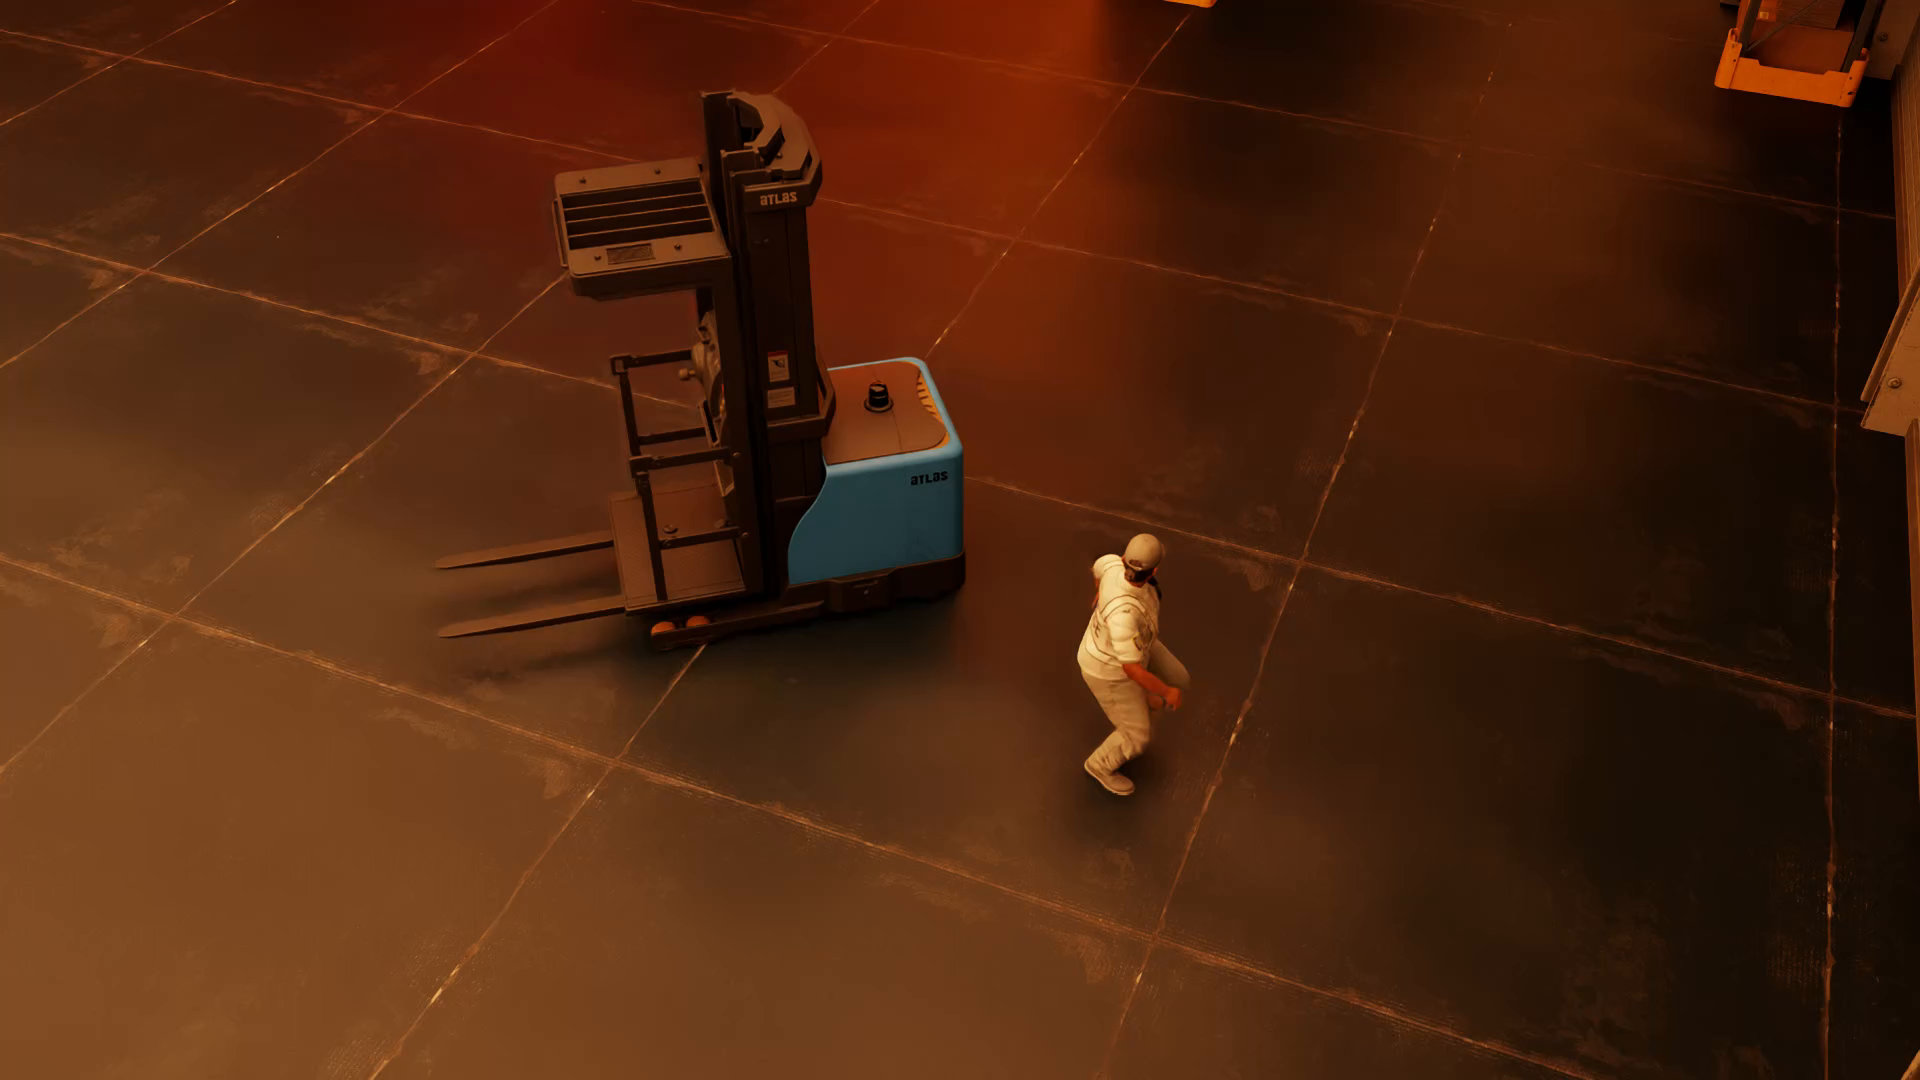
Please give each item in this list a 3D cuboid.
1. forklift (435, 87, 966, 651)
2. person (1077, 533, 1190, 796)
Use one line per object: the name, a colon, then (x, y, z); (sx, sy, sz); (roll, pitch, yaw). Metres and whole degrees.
forklift: (-1.543, -0.868, 9.044); (3.031, 2.935, 1.130); (-10, 41, -11)
person: (0.867, 0.590, 8.375); (0.619, 1.577, 0.706); (14, 42, 16)
